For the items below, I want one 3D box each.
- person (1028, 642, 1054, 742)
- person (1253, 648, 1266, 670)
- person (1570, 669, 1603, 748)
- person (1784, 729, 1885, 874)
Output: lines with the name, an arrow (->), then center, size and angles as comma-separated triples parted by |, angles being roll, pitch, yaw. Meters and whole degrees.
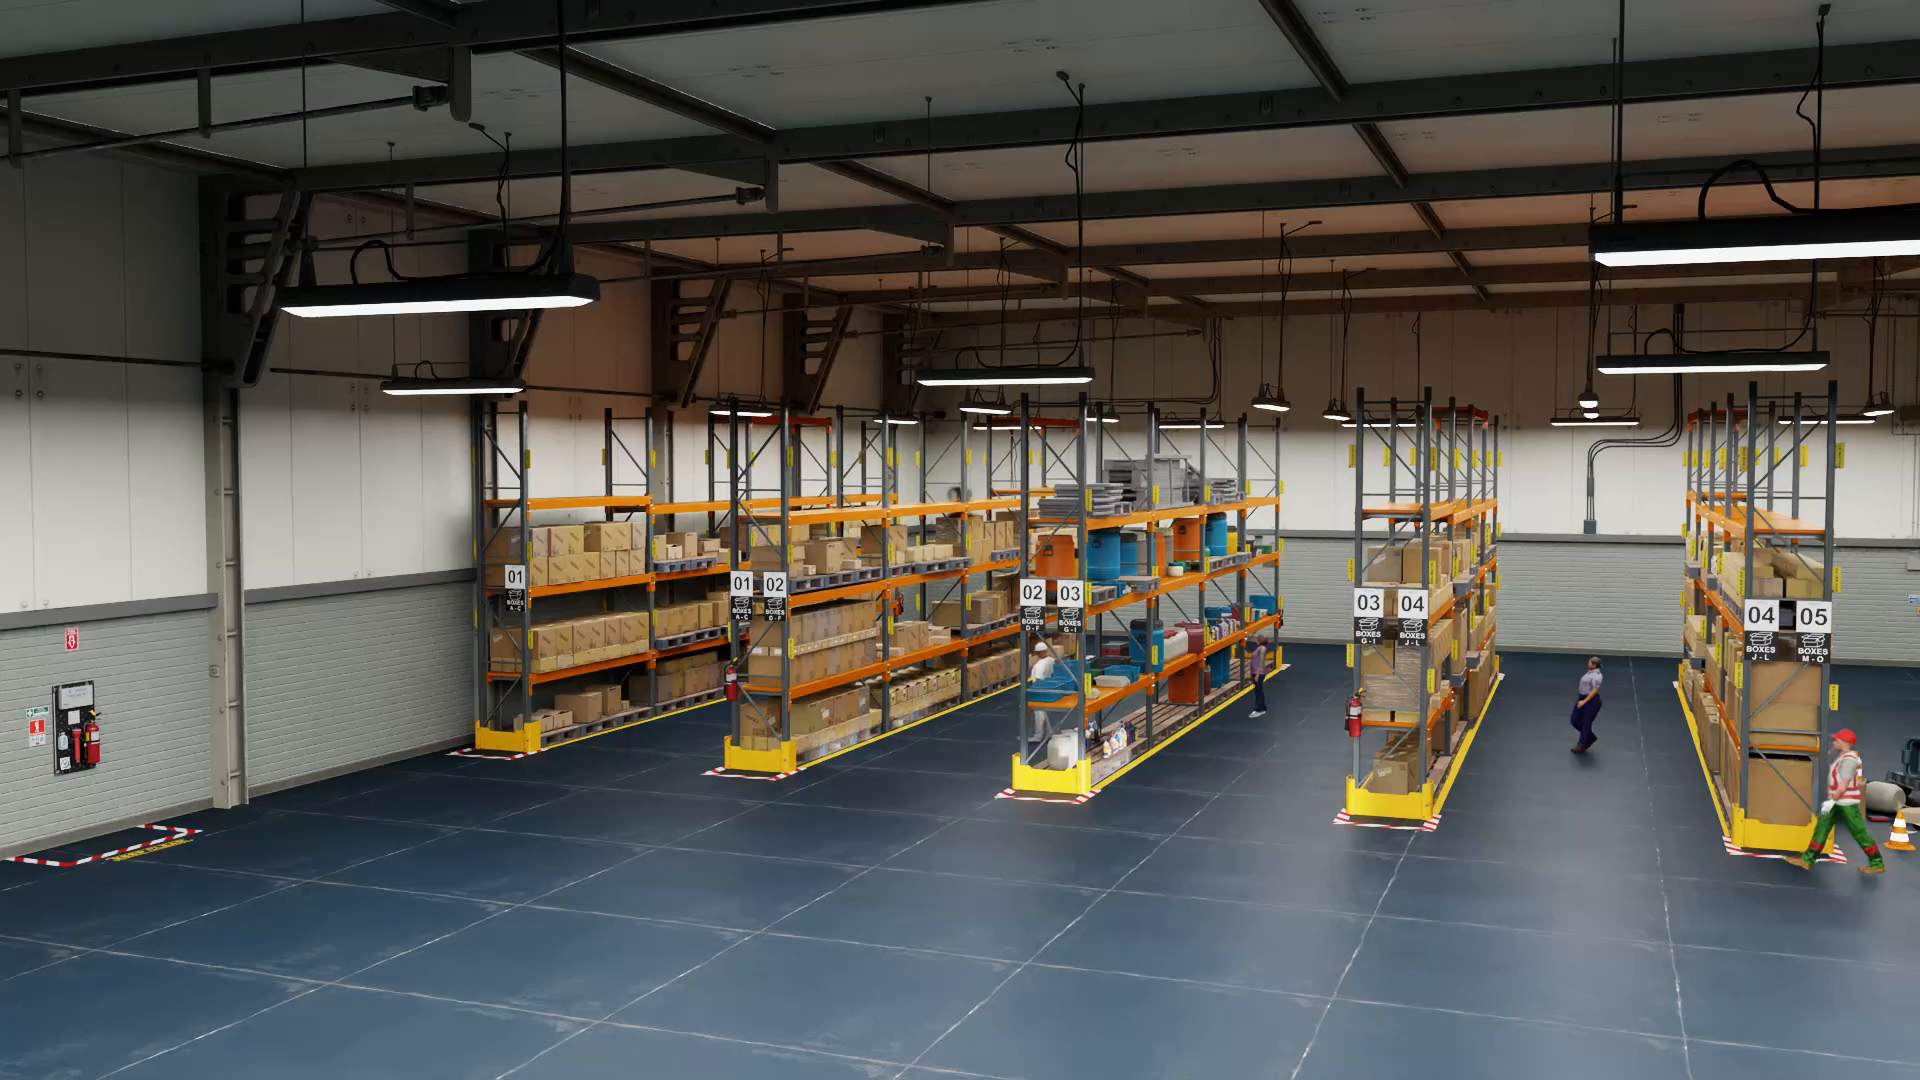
person -> 1.415, 2.700, 29.451 | 0.457, 1.800, 0.620 | 1, 3, 16
person -> 5.839, 2.348, 32.434 | 0.303, 0.524, 0.422 | -1, 3, -16
person -> 10.768, 2.875, 28.467 | 0.430, 1.366, 0.514 | -1, 3, -13
person -> 10.552, 3.142, 20.013 | 1.043, 1.740, 0.467 | 0, 3, 4
